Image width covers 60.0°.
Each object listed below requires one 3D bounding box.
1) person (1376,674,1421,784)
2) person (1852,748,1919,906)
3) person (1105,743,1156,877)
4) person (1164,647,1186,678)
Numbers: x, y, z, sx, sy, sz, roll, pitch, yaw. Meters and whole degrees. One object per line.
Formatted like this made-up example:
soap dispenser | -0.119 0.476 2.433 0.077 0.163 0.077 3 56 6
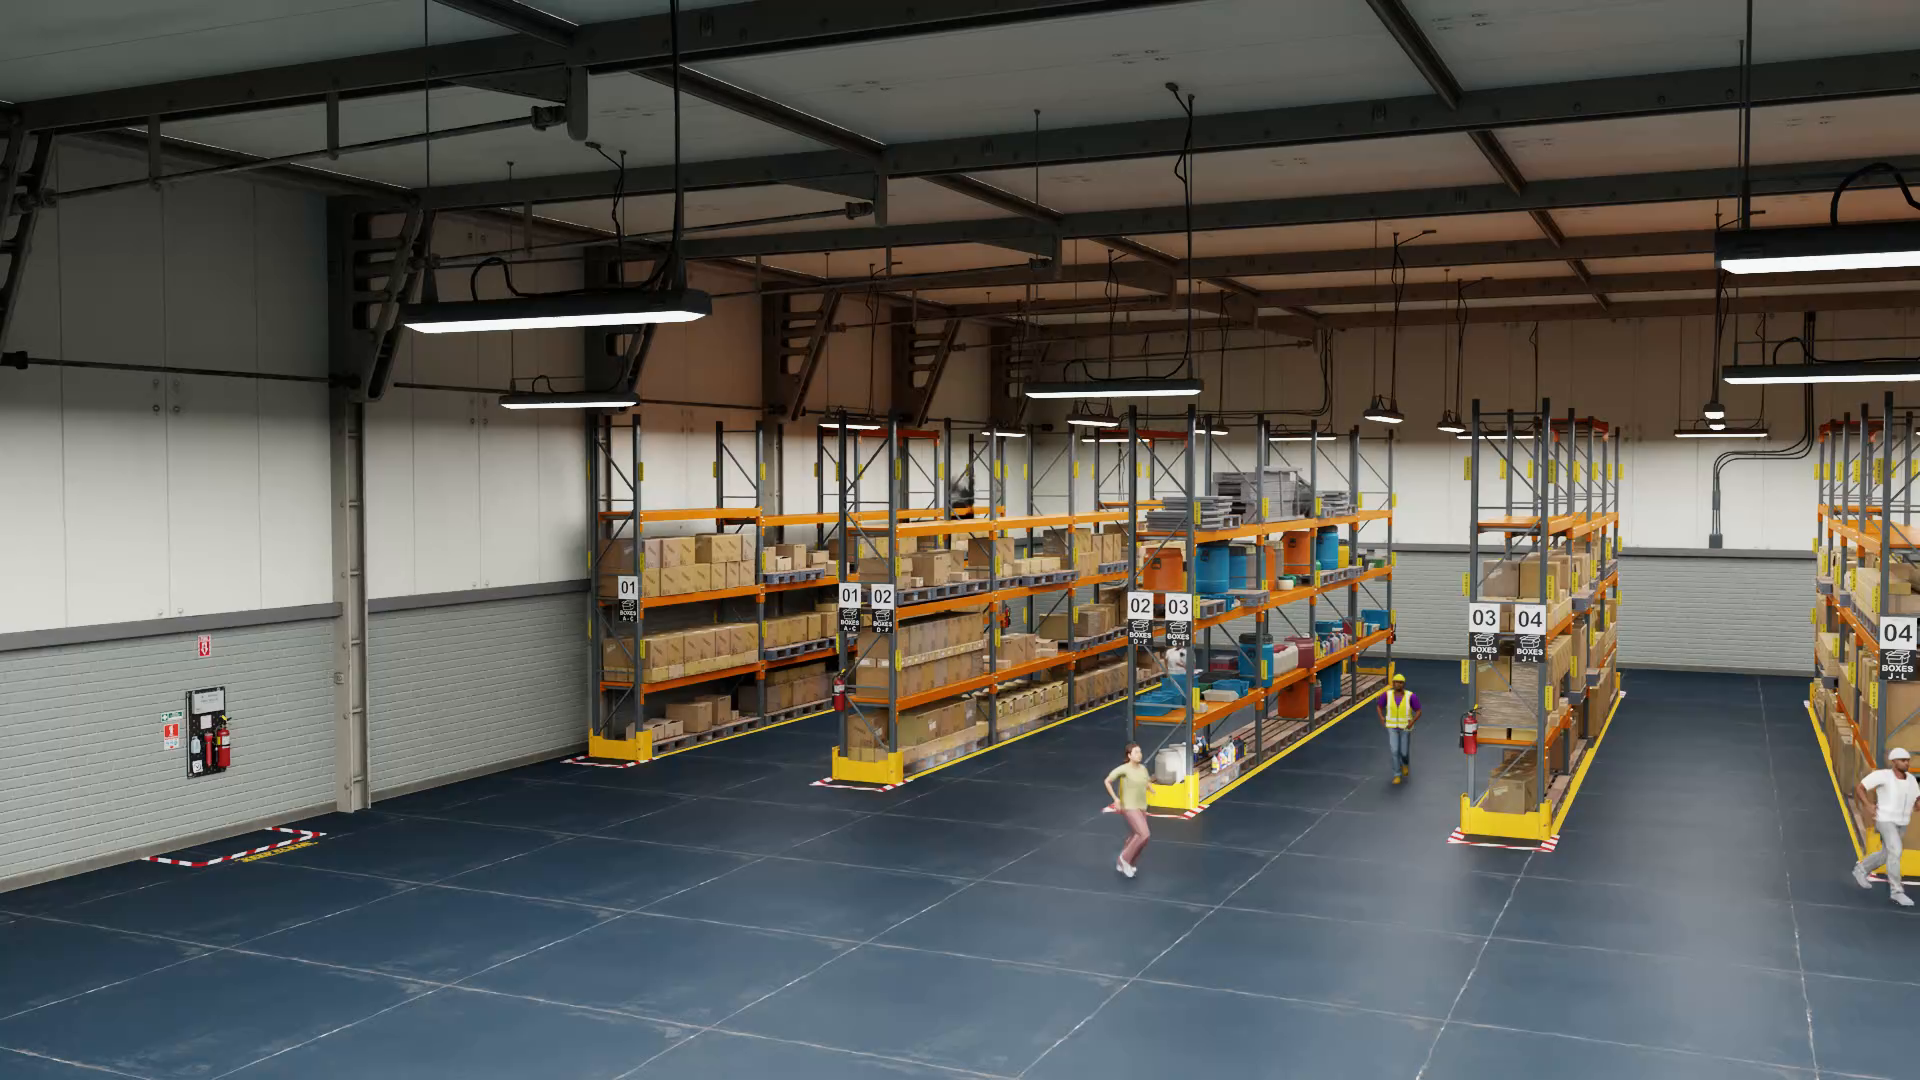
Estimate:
person | 7.075 3.029 26.846 0.711 1.746 0.718 1 2 19
person | 10.954 3.313 19.519 0.780 1.752 0.924 -1 2 -19
person | 2.161 3.319 20.462 0.558 1.638 0.626 -2 3 -42
person | 4.357 2.775 33.354 0.554 1.741 0.805 0 2 12
